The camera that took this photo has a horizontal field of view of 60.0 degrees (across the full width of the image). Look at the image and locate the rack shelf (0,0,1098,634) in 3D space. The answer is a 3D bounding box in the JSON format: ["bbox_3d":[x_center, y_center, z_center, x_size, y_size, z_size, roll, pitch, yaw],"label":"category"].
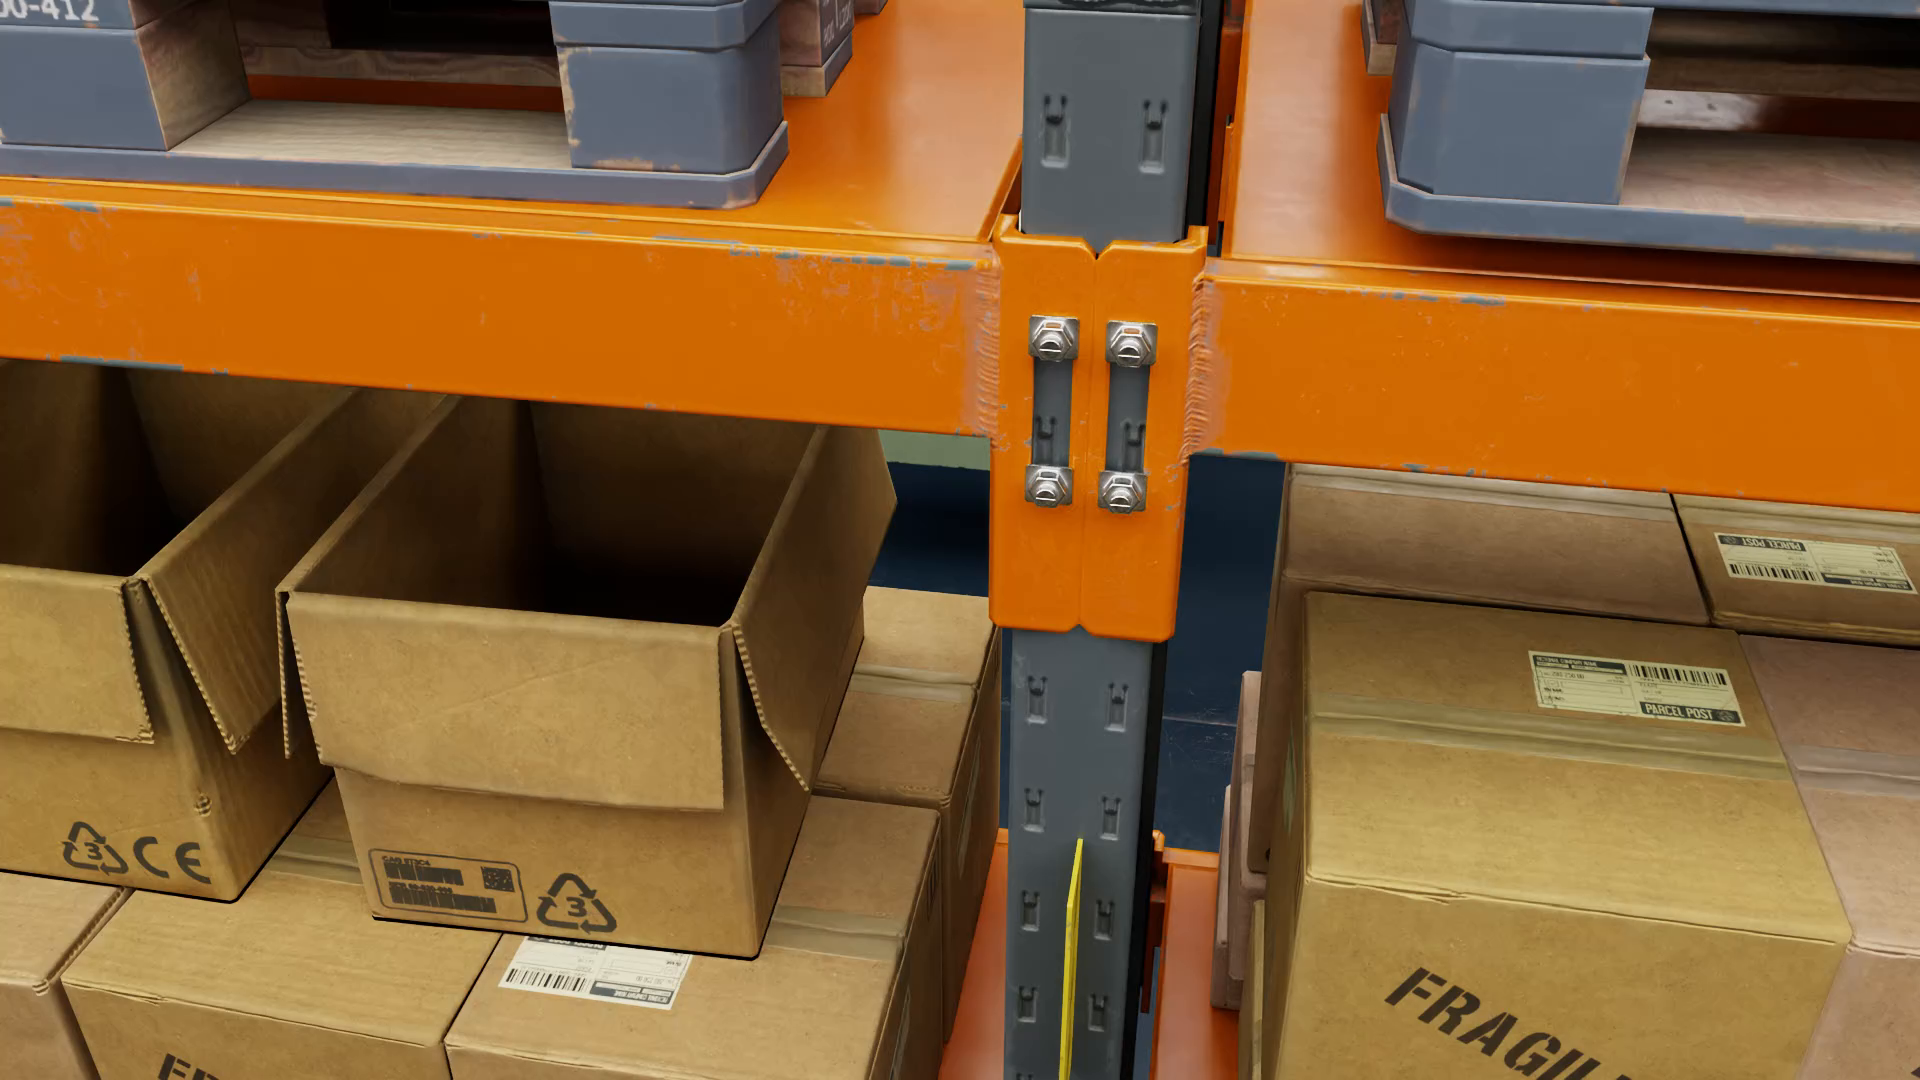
[{"bbox_3d":[-1.779,-0.519,2.103,4.000,0.370,1.077,5,32,8],"label":"rack shelf"}]

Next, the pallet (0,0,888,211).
[{"bbox_3d":[-0.719,-0.620,1.767,1.217,0.209,0.805,4,32,6],"label":"pallet"}]

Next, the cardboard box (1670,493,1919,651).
[{"bbox_3d":[1.184,0.194,2.267,0.500,0.500,0.500,5,32,9],"label":"cardboard box"}]

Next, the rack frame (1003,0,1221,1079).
[{"bbox_3d":[0.193,0.626,2.422,0.127,3.000,1.000,5,32,8],"label":"rack frame"}]

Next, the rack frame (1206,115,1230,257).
[{"bbox_3d":[1.026,-1.964,6.561,0.127,3.000,1.000,5,32,8],"label":"rack frame"}]

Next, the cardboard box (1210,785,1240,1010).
[{"bbox_3d":[0.548,0.589,2.719,0.250,0.149,0.380,5,32,8],"label":"cardboard box"}]

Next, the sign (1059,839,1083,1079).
[{"bbox_3d":[0.111,0.454,1.681,0.005,0.325,0.100,5,32,8],"label":"sign"}]

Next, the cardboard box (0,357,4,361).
[{"bbox_3d":[-1.728,-0.009,2.397,0.637,0.503,0.797,6,33,10],"label":"cardboard box"}]

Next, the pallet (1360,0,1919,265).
[{"bbox_3d":[0.997,-0.529,1.525,1.213,0.211,1.003,5,32,8],"label":"pallet"}]

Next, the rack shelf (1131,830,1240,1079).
[{"bbox_3d":[2.164,1.110,2.328,4.000,0.370,1.077,5,32,8],"label":"rack shelf"}]

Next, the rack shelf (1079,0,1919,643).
[{"bbox_3d":[2.164,-0.162,1.532,4.000,0.370,1.077,5,32,8],"label":"rack shelf"}]

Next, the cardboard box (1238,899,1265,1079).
[{"bbox_3d":[0.612,0.743,2.097,0.500,0.250,0.500,5,32,7],"label":"cardboard box"}]

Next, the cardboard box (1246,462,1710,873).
[{"bbox_3d":[0.691,0.147,2.342,0.500,0.500,0.500,6,33,10],"label":"cardboard box"}]

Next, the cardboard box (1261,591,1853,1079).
[{"bbox_3d":[0.622,0.422,1.902,0.500,0.500,0.500,5,32,8],"label":"cardboard box"}]

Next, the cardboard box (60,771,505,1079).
[{"bbox_3d":[-0.801,0.637,2.311,0.500,0.500,0.500,6,33,10],"label":"cardboard box"}]

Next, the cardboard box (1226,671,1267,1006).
[{"bbox_3d":[0.672,0.466,2.540,0.500,0.250,0.500,5,32,7],"label":"cardboard box"}]

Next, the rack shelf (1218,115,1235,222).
[{"bbox_3d":[2.997,-1.481,6.467,4.000,0.370,1.077,5,32,8],"label":"rack shelf"}]

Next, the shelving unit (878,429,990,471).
[{"bbox_3d":[-0.007,-0.636,5.853,0.755,1.500,0.431,5,32,8],"label":"shelving unit"}]

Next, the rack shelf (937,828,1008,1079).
[{"bbox_3d":[-1.779,0.753,2.899,4.000,0.370,1.077,5,32,8],"label":"rack shelf"}]

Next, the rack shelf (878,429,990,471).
[{"bbox_3d":[-0.007,-0.360,6.026,0.720,0.370,0.431,5,32,8],"label":"rack shelf"}]

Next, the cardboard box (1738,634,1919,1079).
[{"bbox_3d":[1.106,0.470,1.826,0.500,0.500,0.500,5,32,8],"label":"cardboard box"}]

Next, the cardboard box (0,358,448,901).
[{"bbox_3d":[-1.113,0.039,2.322,0.637,0.503,0.797,6,32,9],"label":"cardboard box"}]

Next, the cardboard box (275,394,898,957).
[{"bbox_3d":[-0.438,0.106,2.214,0.637,0.503,0.797,4,32,7],"label":"cardboard box"}]
